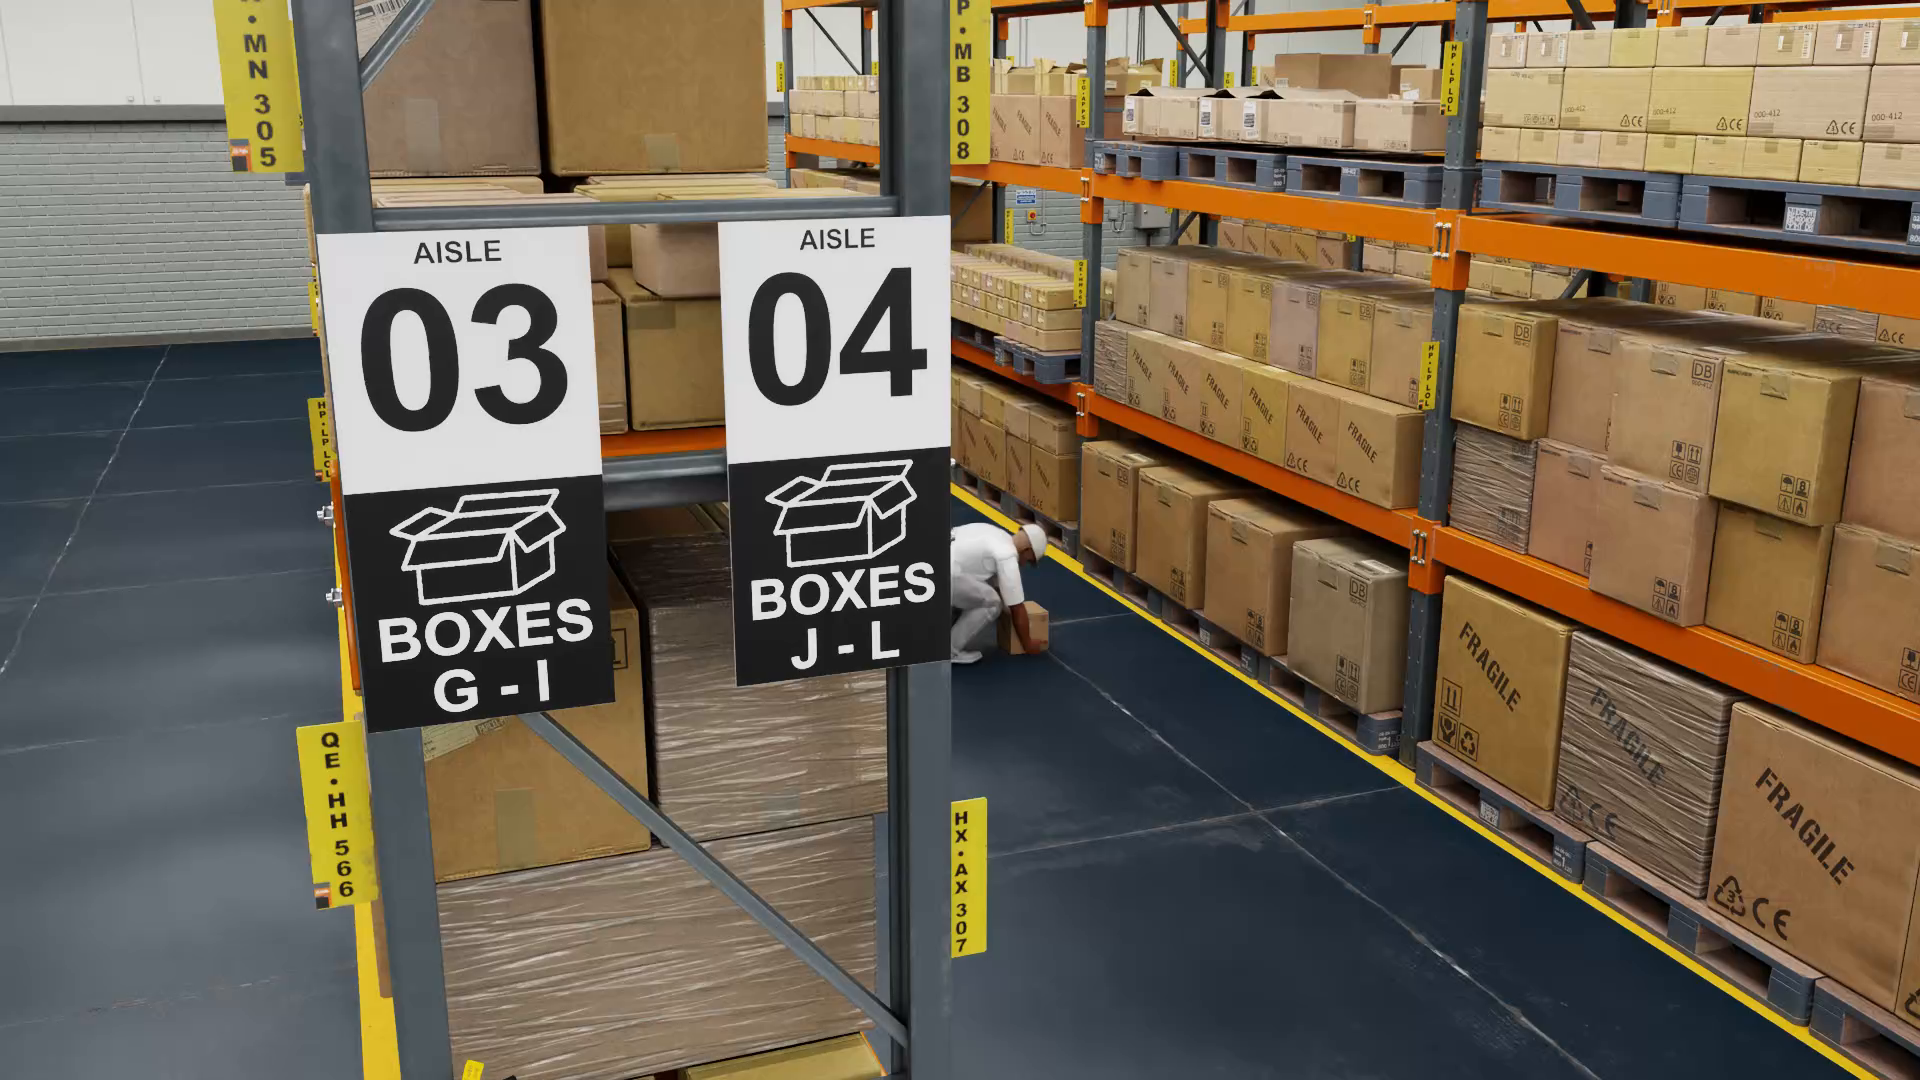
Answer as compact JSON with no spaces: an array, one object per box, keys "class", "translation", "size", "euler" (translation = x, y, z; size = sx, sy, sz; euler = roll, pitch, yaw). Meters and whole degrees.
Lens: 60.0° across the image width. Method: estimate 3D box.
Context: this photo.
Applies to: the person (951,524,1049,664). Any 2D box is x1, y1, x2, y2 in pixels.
[{"class":"person","translation":[0.087,0.312,10.182],"size":[0.977,0.828,0.519],"euler":[-6,17,-22]}]
